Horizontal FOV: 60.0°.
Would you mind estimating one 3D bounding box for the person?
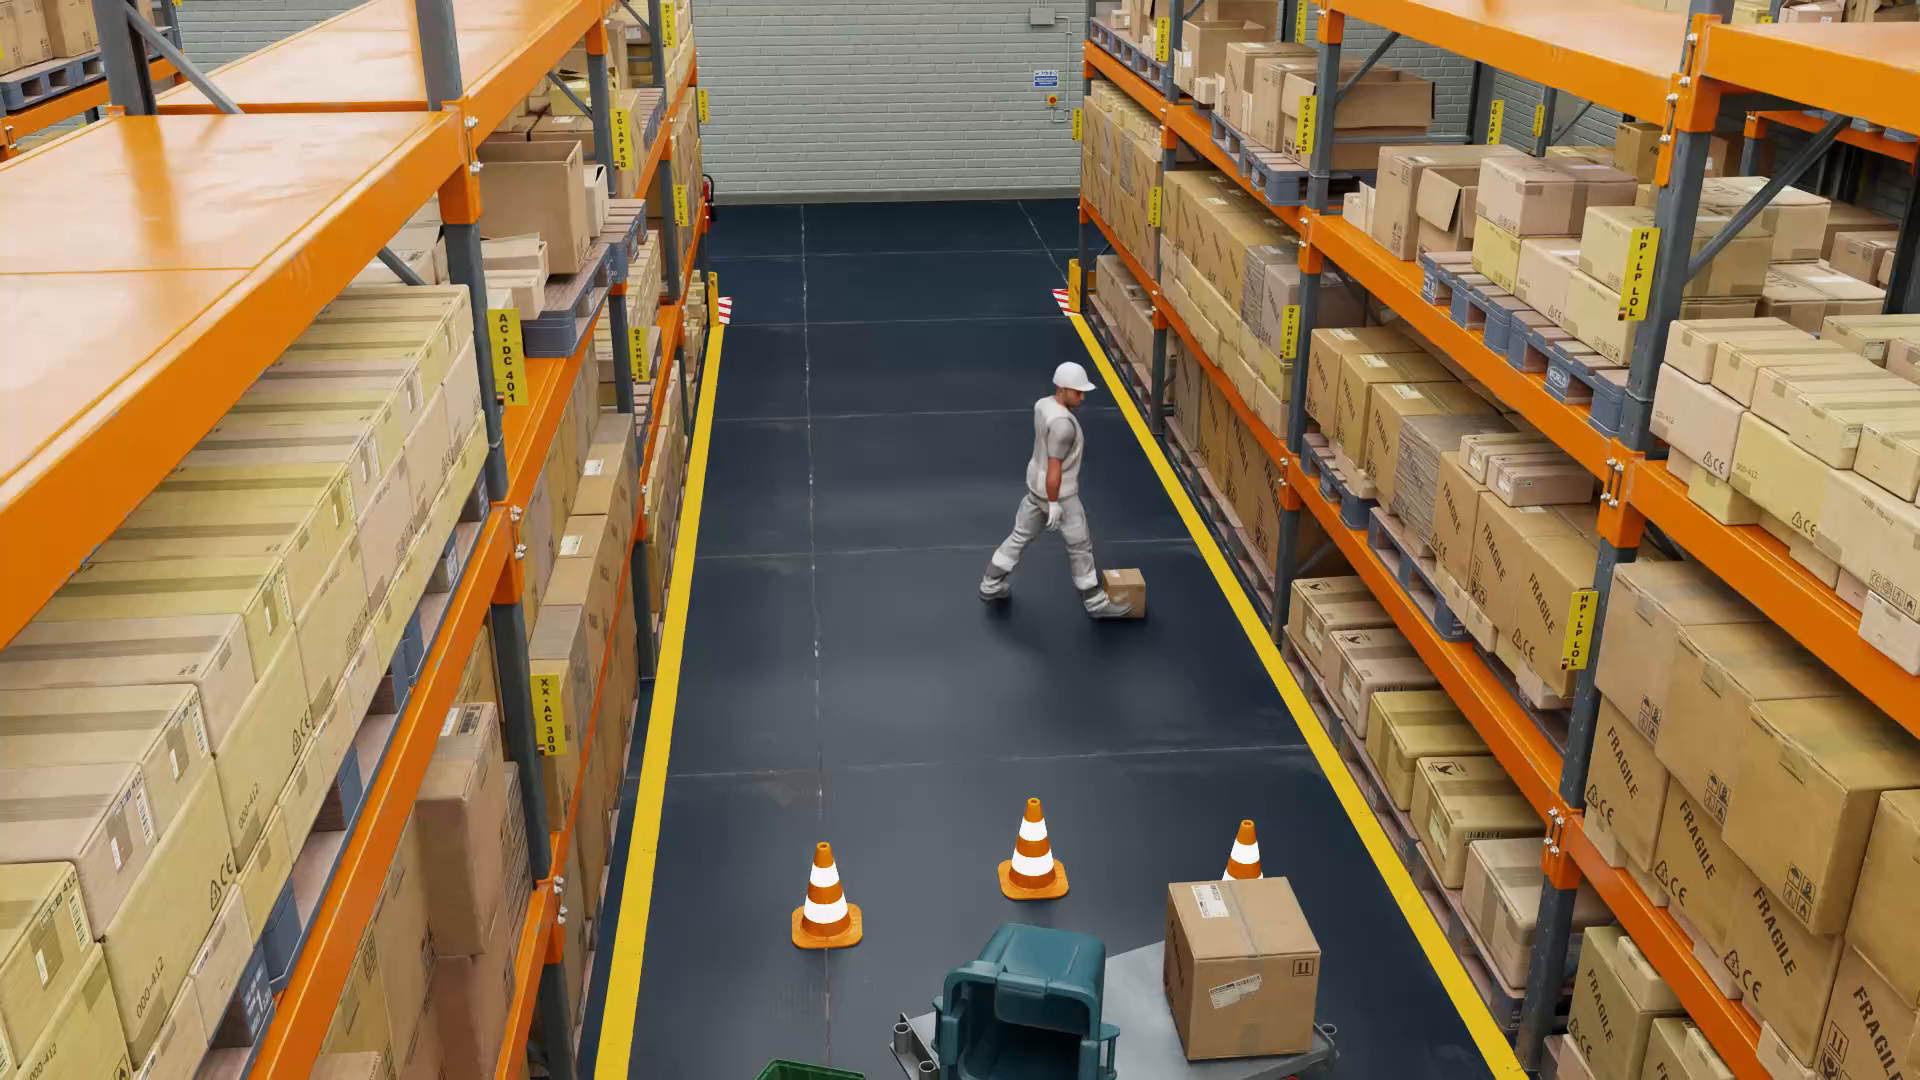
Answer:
[{"bbox_3d":[0.625,-0.331,10.855,0.957,1.754,0.646,-6,24,-13],"label":"person"}]
